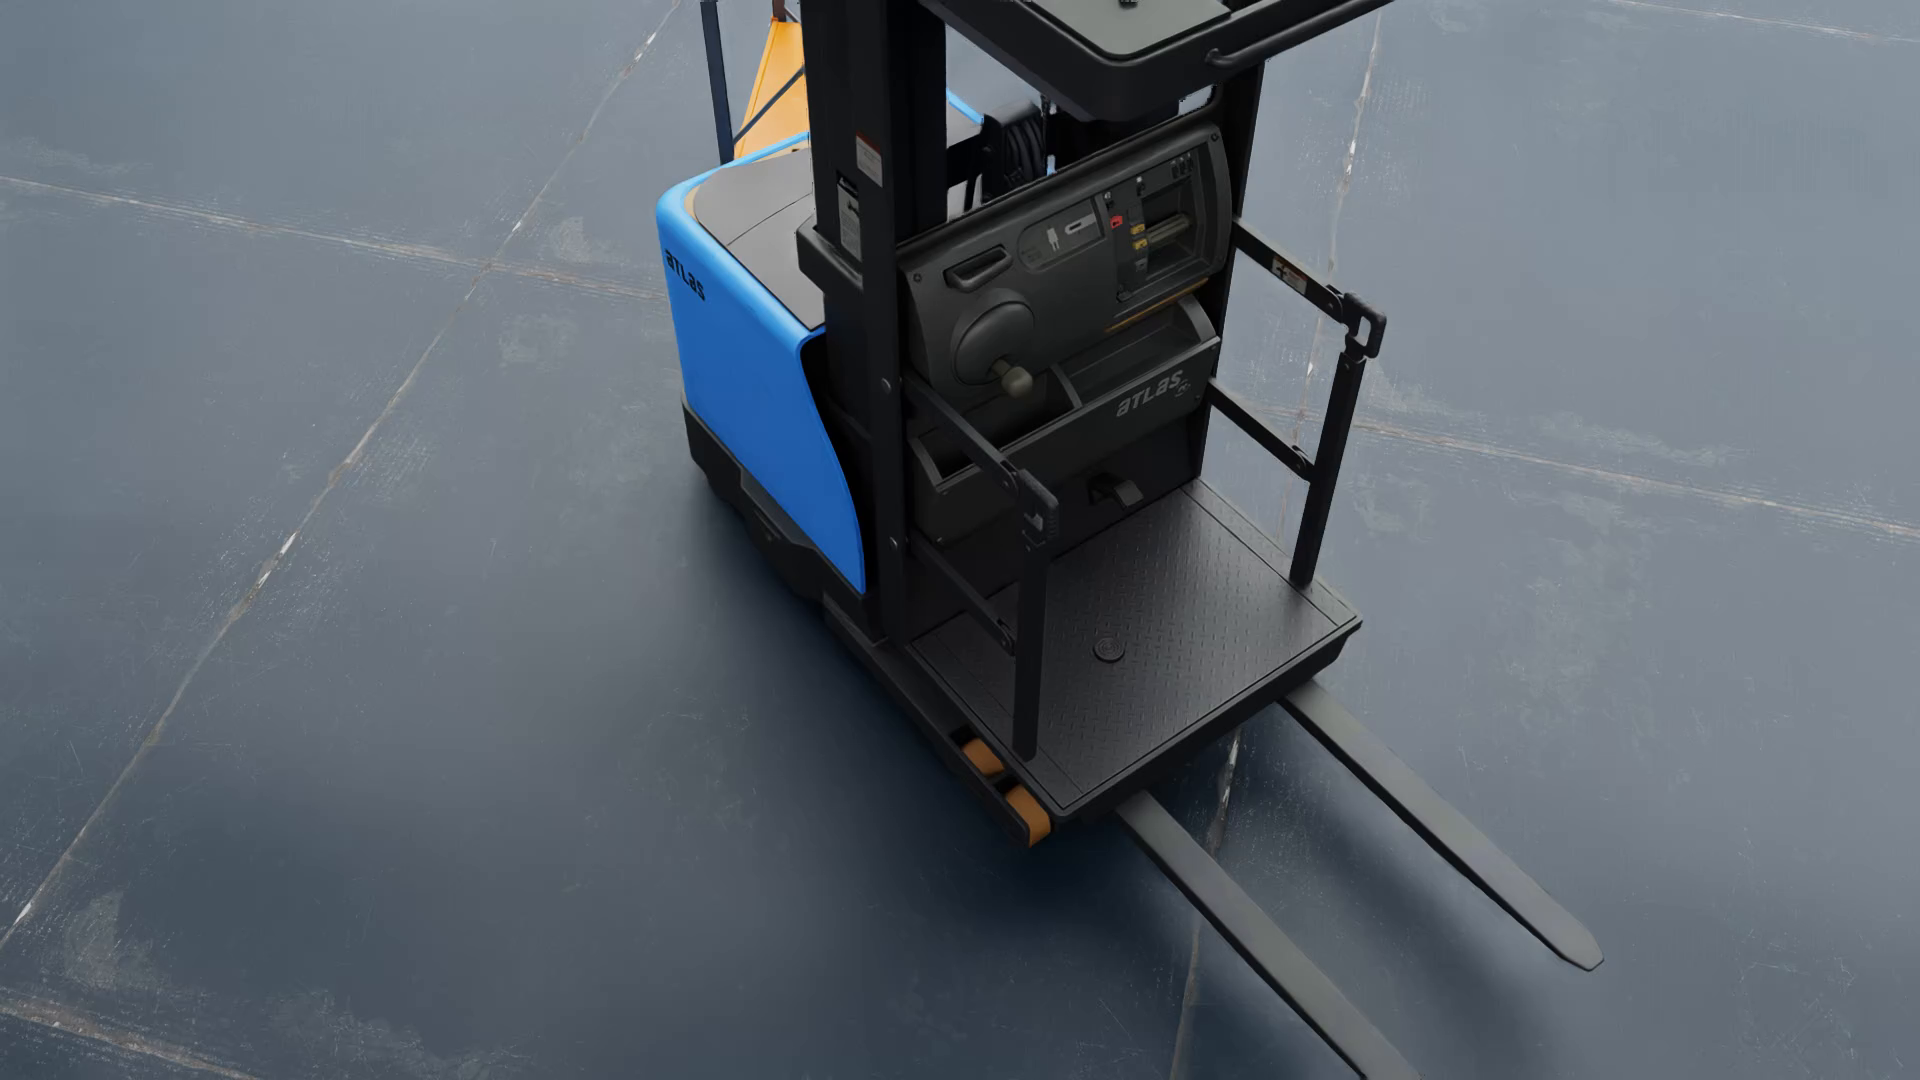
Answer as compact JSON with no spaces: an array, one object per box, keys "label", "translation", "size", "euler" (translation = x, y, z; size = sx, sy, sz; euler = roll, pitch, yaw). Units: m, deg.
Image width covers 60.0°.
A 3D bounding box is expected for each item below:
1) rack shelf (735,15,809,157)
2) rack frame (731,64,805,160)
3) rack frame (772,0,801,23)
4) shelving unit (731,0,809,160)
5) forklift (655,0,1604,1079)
[{"label":"rack shelf","translation":[-0.472,-1.461,5.779],"size":[0.538,0.185,1.000],"euler":[4,49,3]},{"label":"rack frame","translation":[-0.516,-1.200,5.309],"size":[0.475,1.308,0.013],"euler":[4,49,3]},{"label":"rack frame","translation":[-0.430,-1.960,5.979],"size":[0.500,1.500,0.032],"euler":[4,49,3]},{"label":"shelving unit","translation":[-0.473,-1.573,5.638],"size":[0.587,1.500,1.083],"euler":[4,49,3]},{"label":"forklift","translation":[0.403,-0.564,3.793],"size":[1.130,2.935,3.031],"euler":[-29,55,-23]}]
